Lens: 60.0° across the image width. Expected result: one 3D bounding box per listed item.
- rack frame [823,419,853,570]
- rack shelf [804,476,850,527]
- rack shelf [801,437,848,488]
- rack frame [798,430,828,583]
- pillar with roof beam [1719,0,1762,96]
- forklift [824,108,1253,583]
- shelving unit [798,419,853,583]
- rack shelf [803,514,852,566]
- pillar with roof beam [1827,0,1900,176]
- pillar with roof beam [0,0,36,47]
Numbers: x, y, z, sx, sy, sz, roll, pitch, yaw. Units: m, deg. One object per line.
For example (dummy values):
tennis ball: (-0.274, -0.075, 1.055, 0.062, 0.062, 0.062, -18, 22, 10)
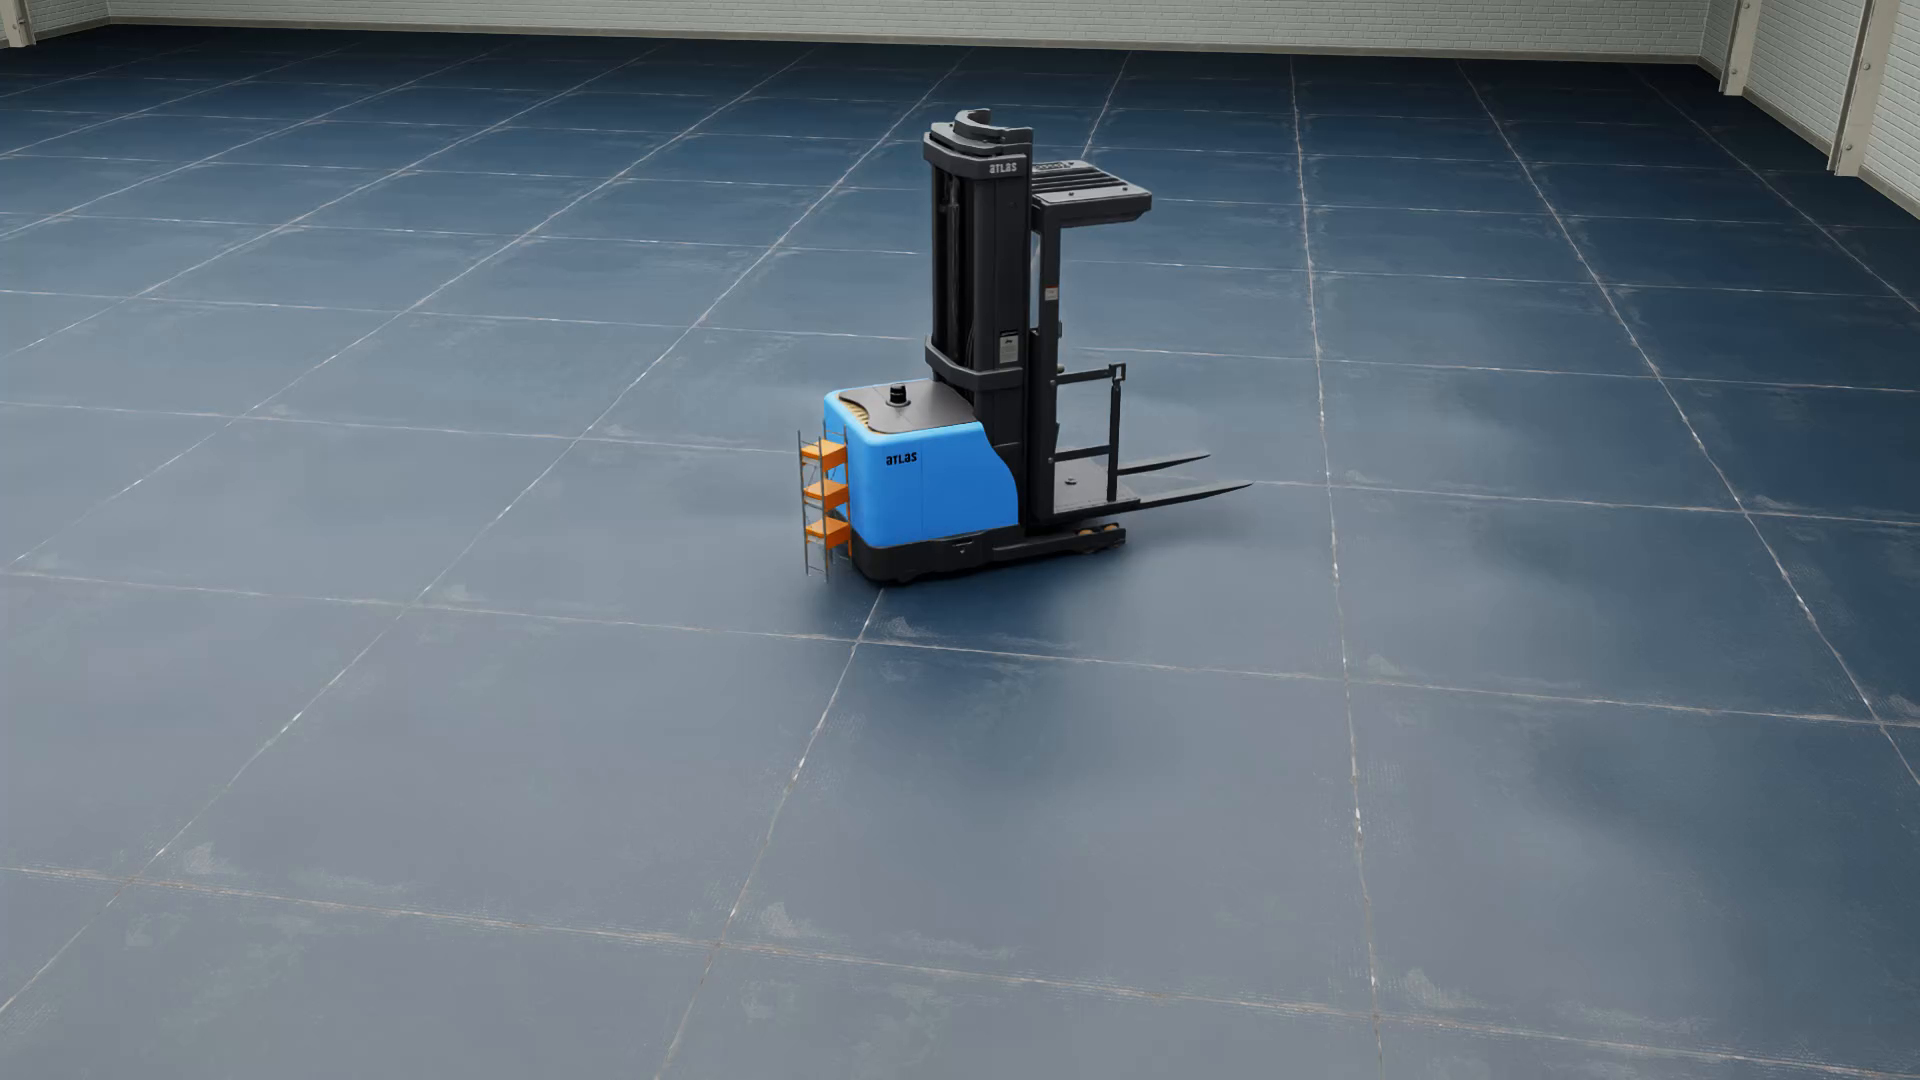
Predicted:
rack frame: (-0.821, -0.297, 11.186, 0.200, 1.050, 0.008, 17, 30, 35)
rack shelf: (-0.896, -0.247, 11.103, 0.215, 0.259, 0.240, 17, 30, 35)
rack shelf: (-0.900, -0.505, 10.986, 0.215, 0.259, 0.240, 17, 30, 35)
rack frame: (-0.972, -0.216, 11.012, 0.200, 1.050, 0.008, 17, 30, 35)
pillar with roof beam: (8.593, -11.813, 26.418, 9.100, 9.000, 0.400, 4, 25, 9)
forklift: (0.619, -1.428, 11.387, 3.031, 2.935, 1.130, -10, 27, -20)
shelving unit: (-0.896, -0.256, 11.099, 0.215, 1.050, 0.252, 17, 30, 35)
rack shelf: (-0.892, 0.006, 11.218, 0.215, 0.259, 0.240, 17, 30, 35)
pillar with roof beam: (7.613, -9.304, 21.057, 9.100, 9.000, 0.400, 4, 25, 9)
pillar with roof beam: (-13.989, -13.399, 29.806, 9.100, 9.000, 0.400, 4, 25, 9)
